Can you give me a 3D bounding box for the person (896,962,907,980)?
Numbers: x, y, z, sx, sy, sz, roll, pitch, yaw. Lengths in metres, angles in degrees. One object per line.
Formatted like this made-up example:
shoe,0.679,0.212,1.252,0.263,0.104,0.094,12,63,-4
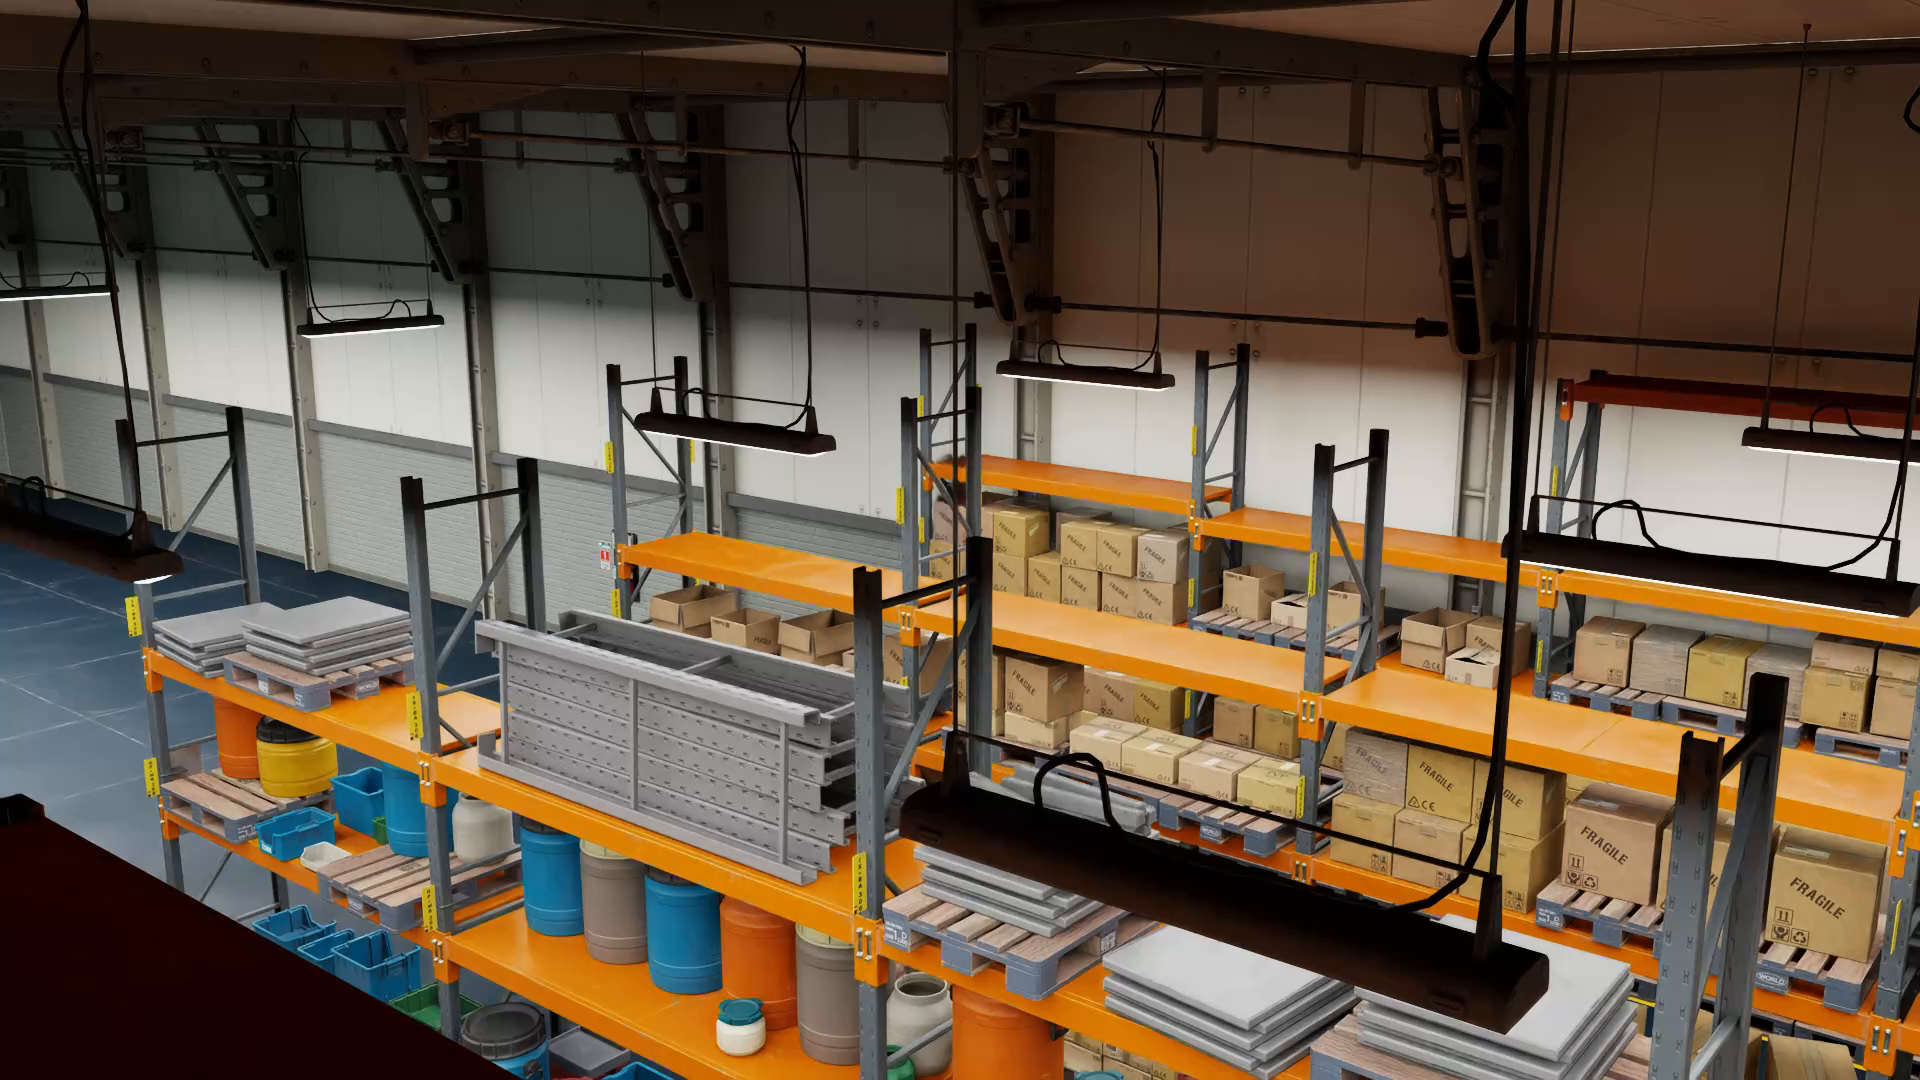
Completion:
person,-0.543,4.220,13.723,1.019,1.679,0.651,6,14,27
